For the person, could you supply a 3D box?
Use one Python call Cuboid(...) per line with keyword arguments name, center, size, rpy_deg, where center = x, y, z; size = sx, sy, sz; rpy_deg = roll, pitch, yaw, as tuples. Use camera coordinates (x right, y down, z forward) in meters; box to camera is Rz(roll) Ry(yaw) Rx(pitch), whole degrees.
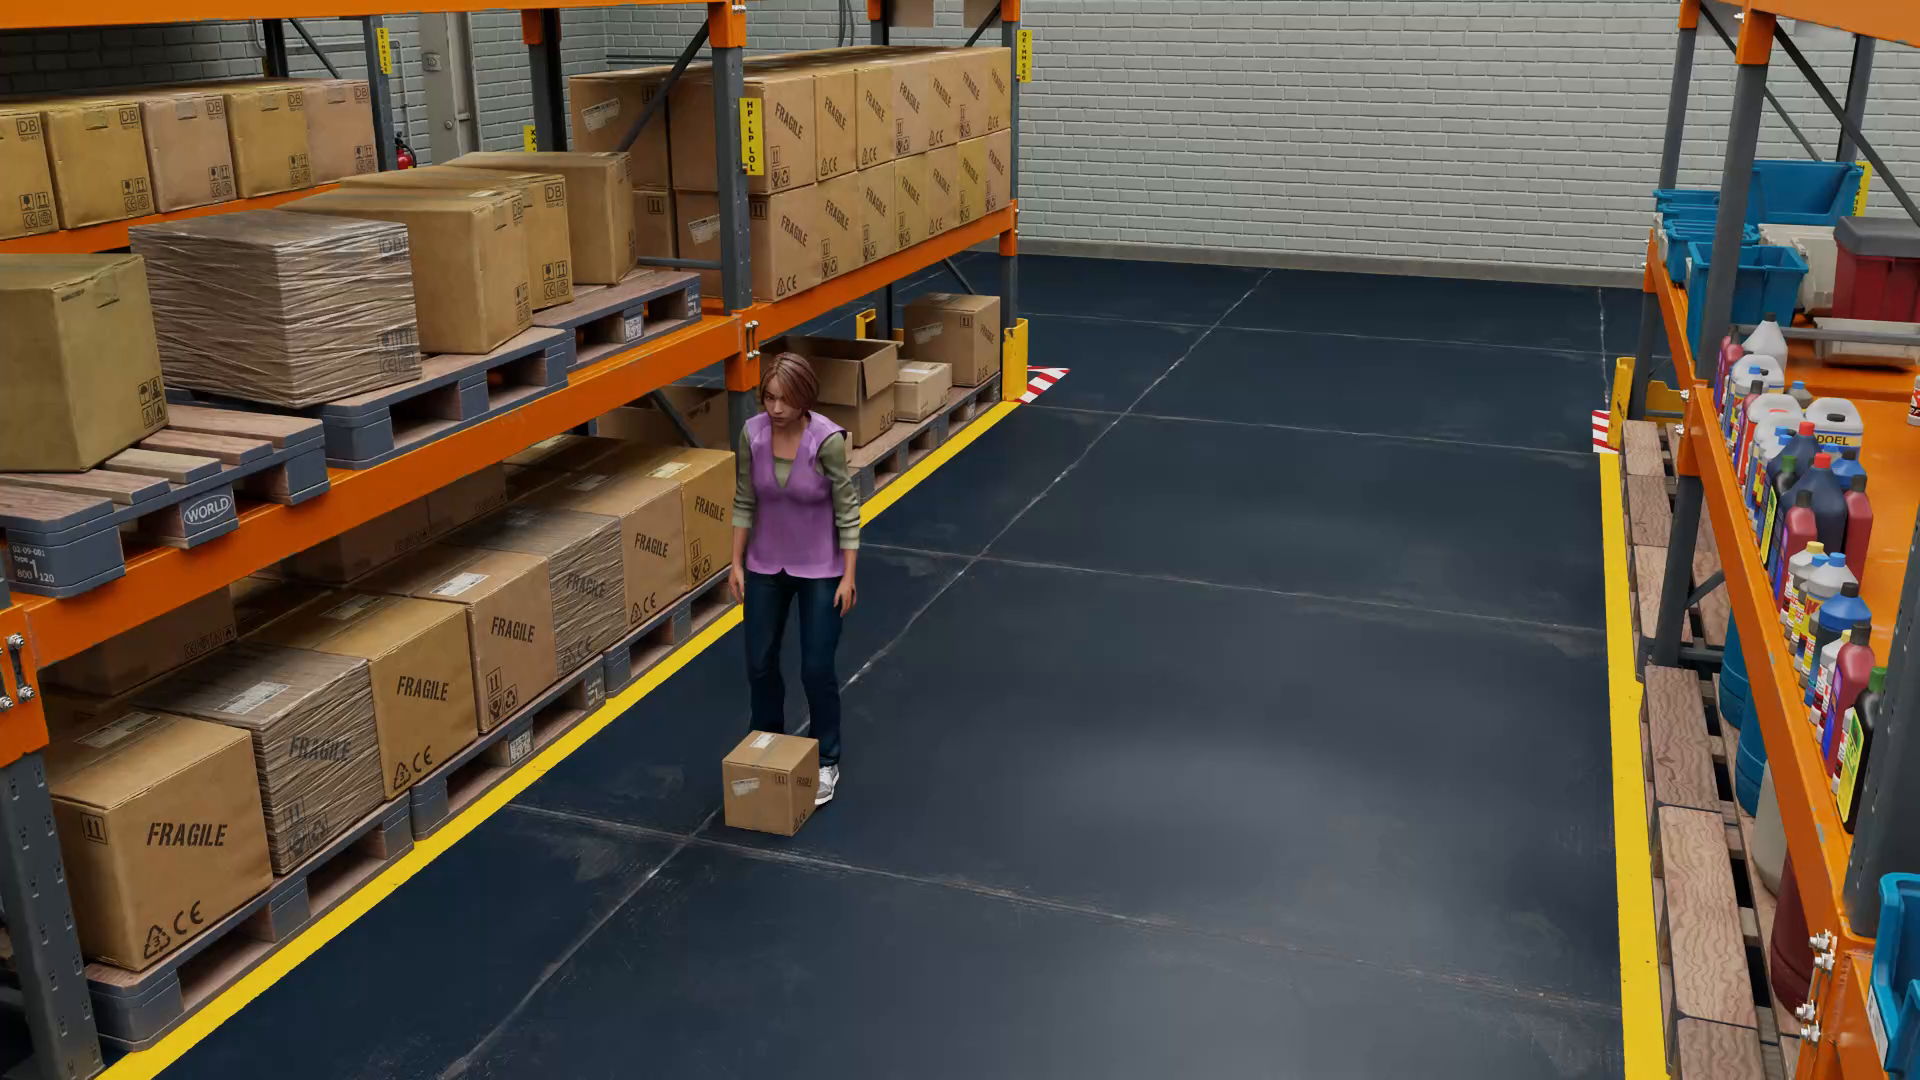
Cuboid(name="person", center=(-0.576, 0.242, 5.746), size=(0.482, 1.352, 0.330), rpy_deg=(5, 20, 15))
